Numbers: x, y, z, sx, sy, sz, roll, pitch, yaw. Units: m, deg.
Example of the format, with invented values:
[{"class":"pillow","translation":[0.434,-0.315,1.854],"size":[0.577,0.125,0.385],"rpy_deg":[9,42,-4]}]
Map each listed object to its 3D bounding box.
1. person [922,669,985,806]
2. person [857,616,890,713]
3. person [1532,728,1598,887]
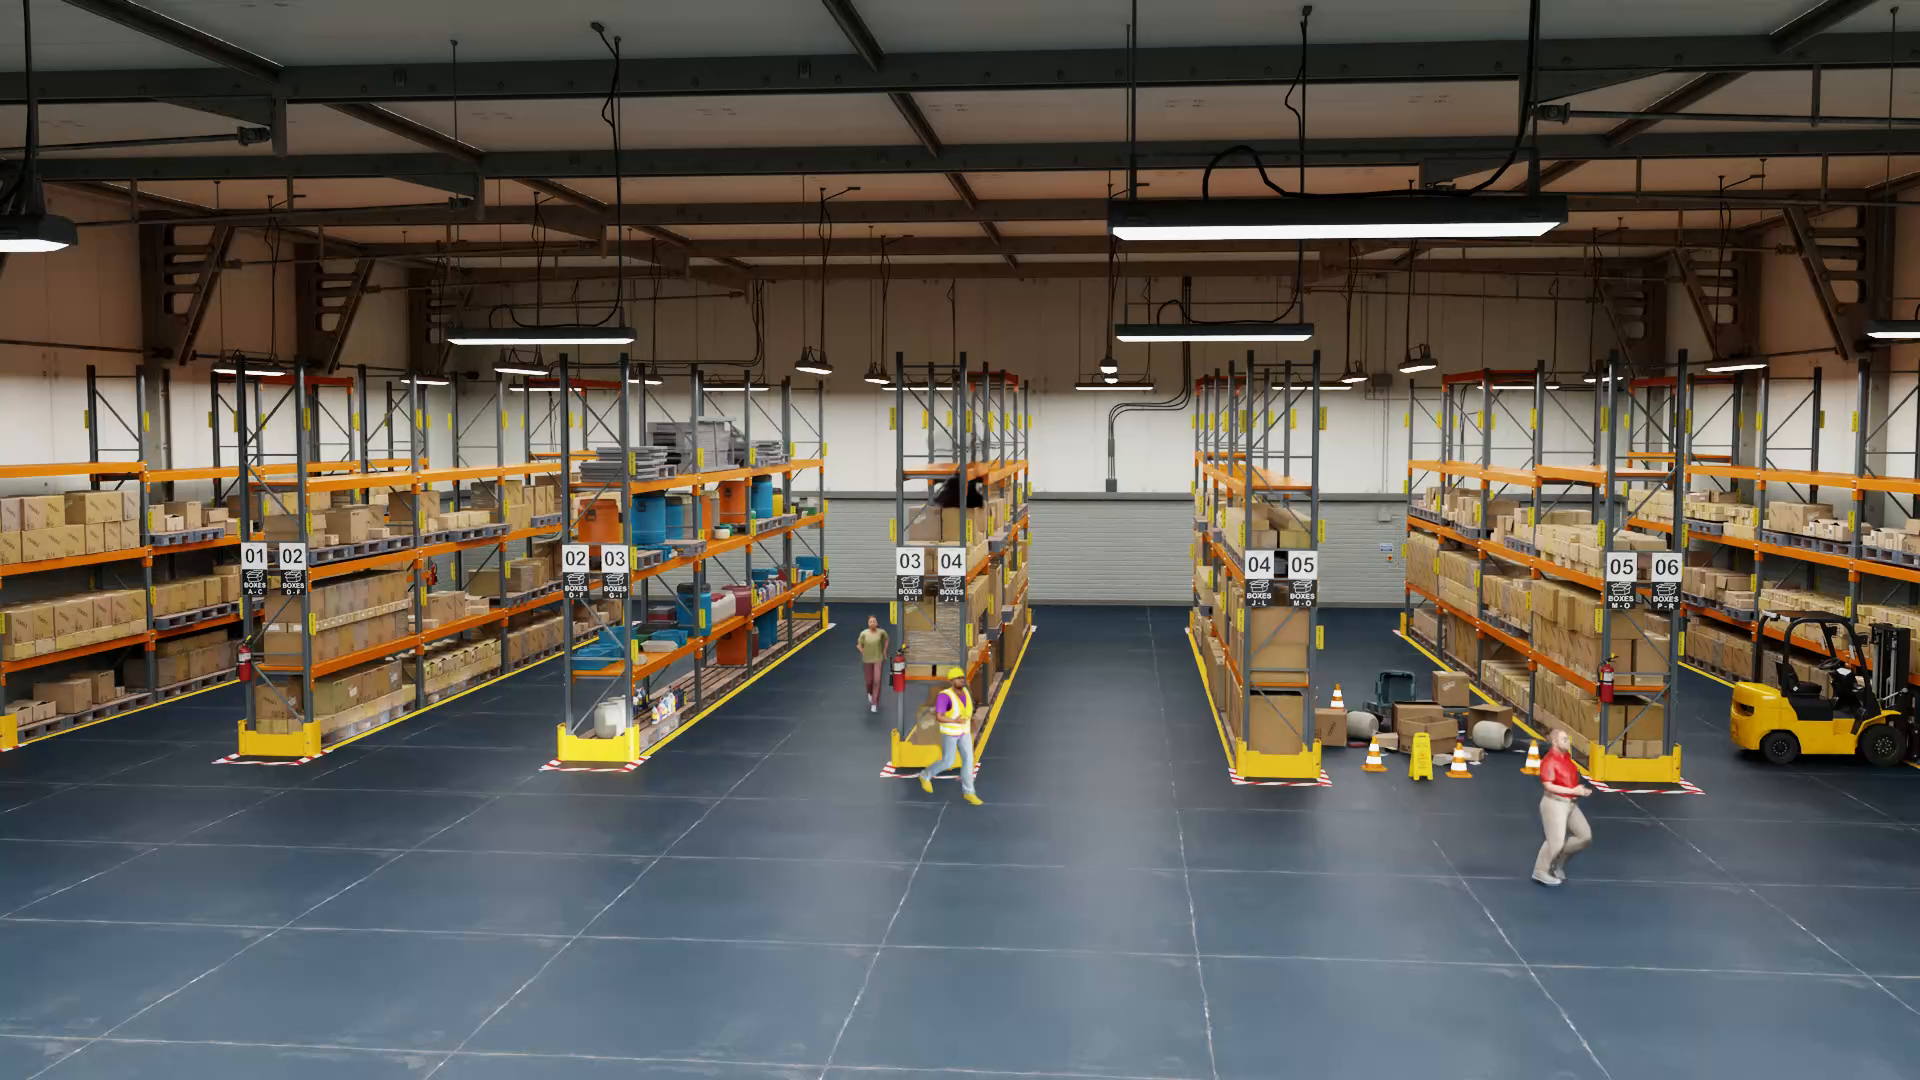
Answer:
[{"class":"person","translation":[-0.044,2.571,21.910],"size":[0.948,1.767,0.710],"rpy_deg":[4,6,44]},{"class":"person","translation":[-1.507,2.126,28.915],"size":[0.566,1.647,0.875],"rpy_deg":[0,4,-2]},{"class":"person","translation":[6.514,2.884,17.835],"size":[0.641,1.733,0.697],"rpy_deg":[-3,5,-41]}]
